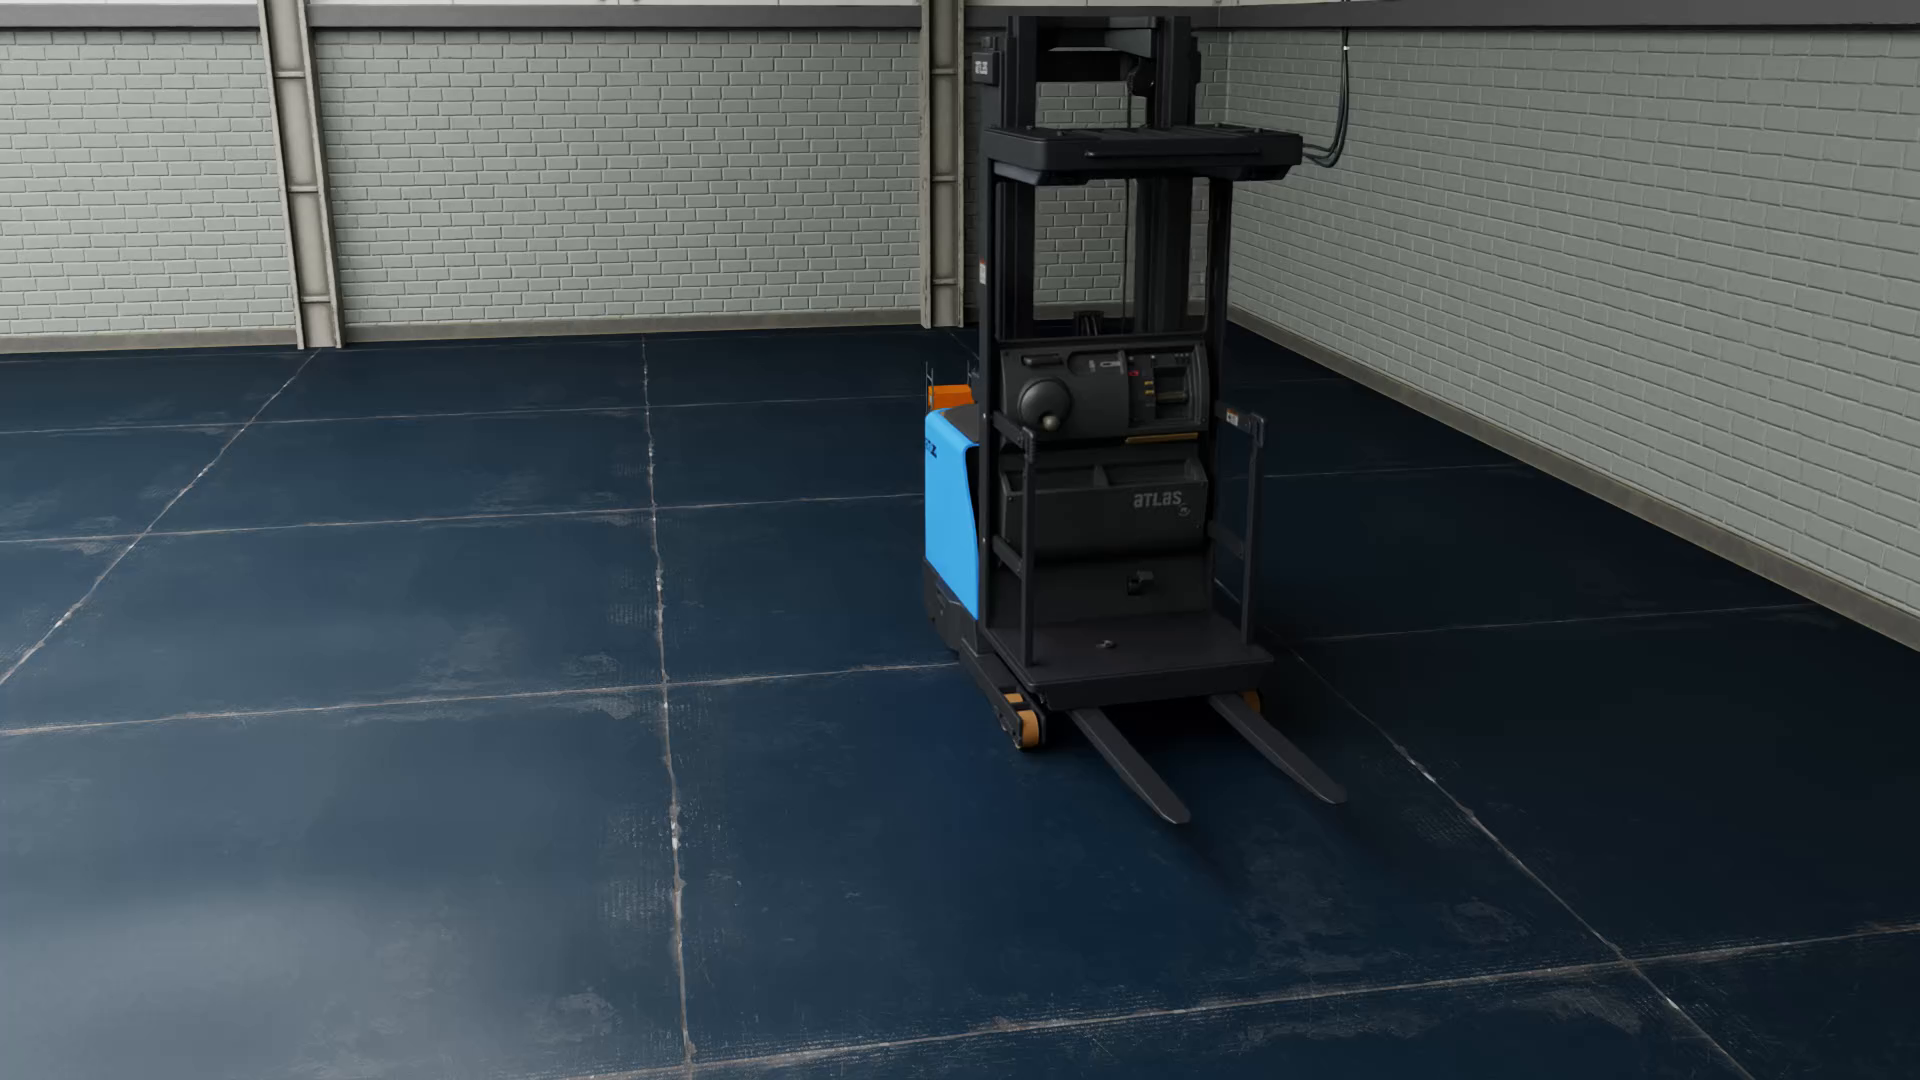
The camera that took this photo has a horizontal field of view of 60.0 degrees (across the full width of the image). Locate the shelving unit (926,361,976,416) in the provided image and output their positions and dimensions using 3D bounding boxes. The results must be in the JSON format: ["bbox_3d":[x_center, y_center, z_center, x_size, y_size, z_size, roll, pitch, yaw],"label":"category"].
[{"bbox_3d":[-0.053,-0.499,9.648,0.252,1.050,0.215,-3,17,-10],"label":"shelving unit"}]

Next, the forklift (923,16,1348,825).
[{"bbox_3d":[0.684,-0.650,6.937,1.130,2.935,3.031,-4,18,-14],"label":"forklift"}]

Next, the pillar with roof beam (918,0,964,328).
[{"bbox_3d":[0.635,-5.249,11.574,0.400,9.000,9.100,-3,17,-10],"label":"pillar with roof beam"}]

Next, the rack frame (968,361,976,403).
[{"bbox_3d":[0.067,-0.506,9.670,0.008,1.050,0.200,-3,17,-10],"label":"rack frame"}]

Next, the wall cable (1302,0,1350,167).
[{"bbox_3d":[2.962,-4.788,15.363,0.112,2.526,3.097,-3,17,-10],"label":"wall cable"}]

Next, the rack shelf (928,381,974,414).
[{"bbox_3d":[-0.053,-0.760,9.568,0.240,0.259,0.215,-3,17,-10],"label":"rack shelf"}]

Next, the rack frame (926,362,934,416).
[{"bbox_3d":[-0.172,-0.492,9.626,0.008,1.050,0.200,-3,17,-10],"label":"rack frame"}]

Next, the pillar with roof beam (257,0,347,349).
[{"bbox_3d":[-5.256,-4.914,10.486,0.400,9.000,9.100,-3,17,-10],"label":"pillar with roof beam"}]
